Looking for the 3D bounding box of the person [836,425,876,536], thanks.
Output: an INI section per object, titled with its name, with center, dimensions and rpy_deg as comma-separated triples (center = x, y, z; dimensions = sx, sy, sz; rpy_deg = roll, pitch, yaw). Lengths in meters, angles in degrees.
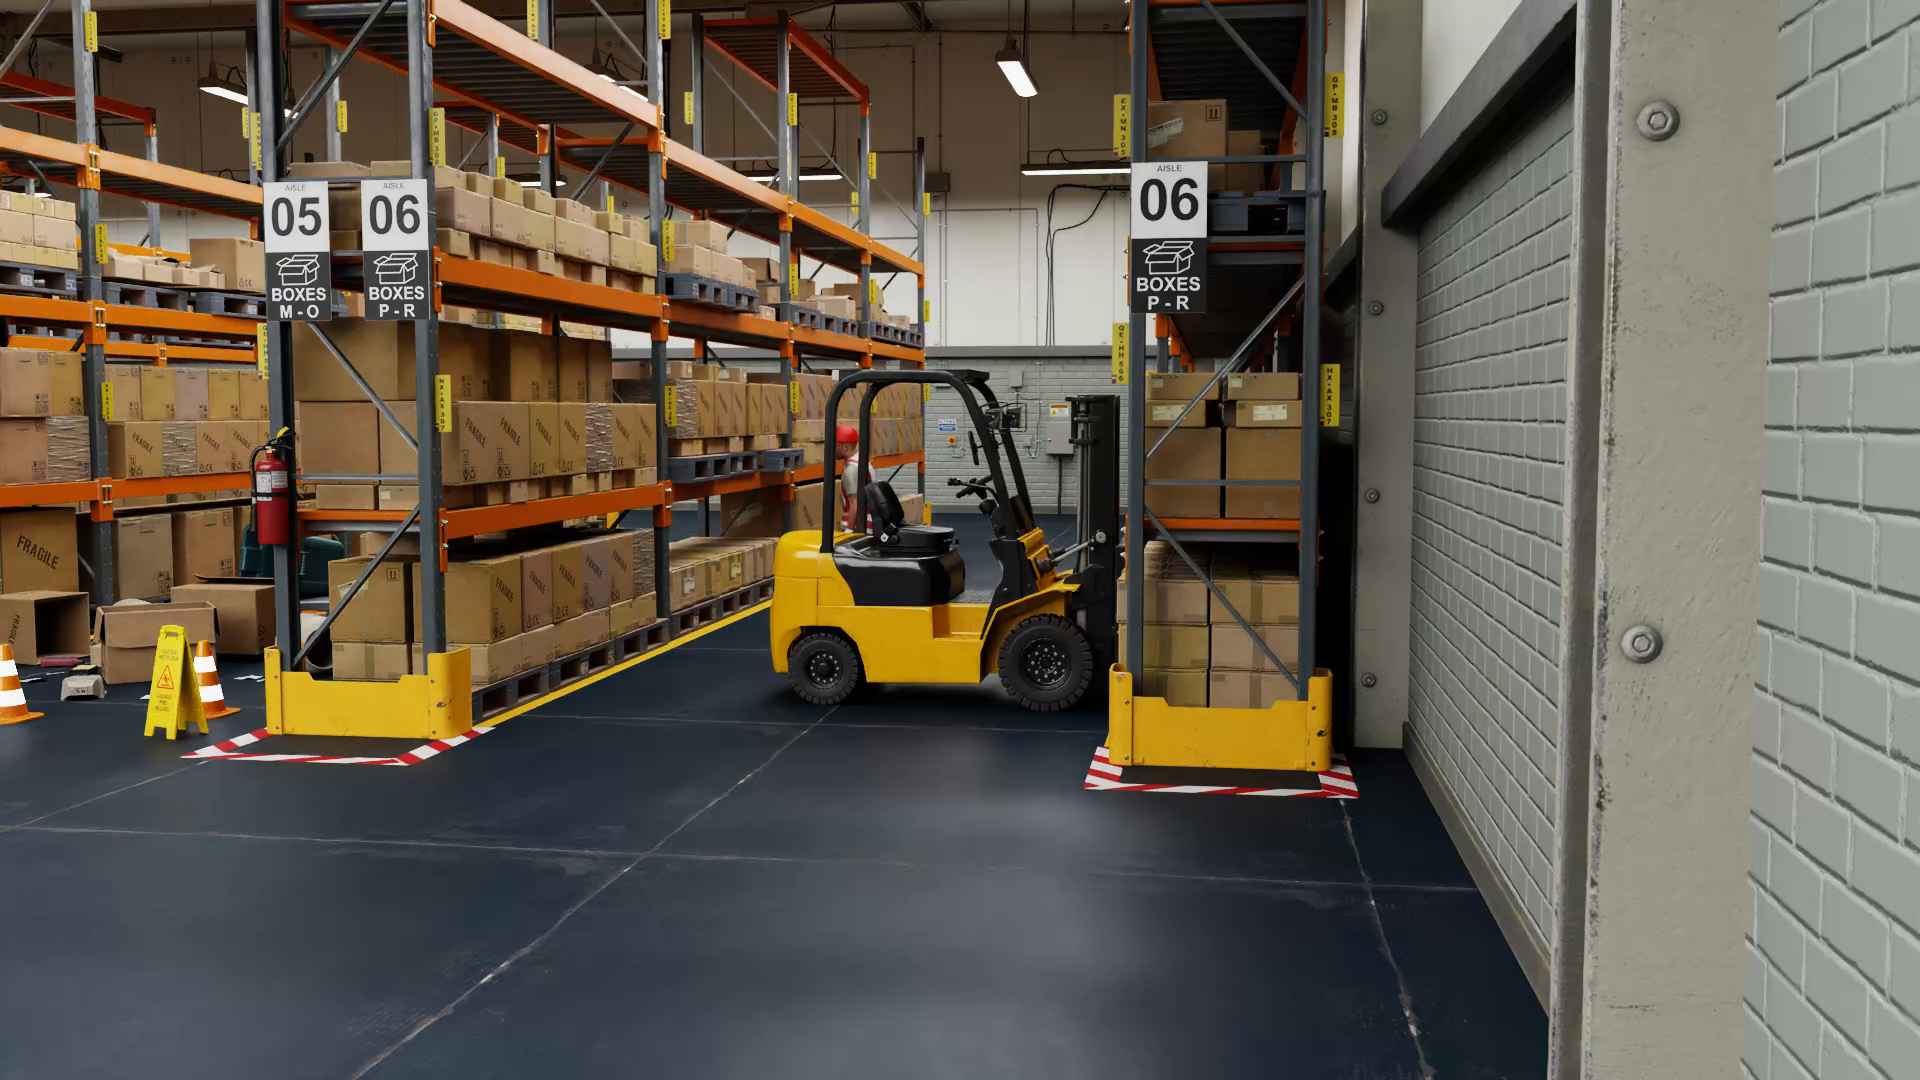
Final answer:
[person]
center = -0.888, -0.061, 13.784
dimensions = 0.453, 1.777, 0.604
rpy_deg = 0, 4, 6
